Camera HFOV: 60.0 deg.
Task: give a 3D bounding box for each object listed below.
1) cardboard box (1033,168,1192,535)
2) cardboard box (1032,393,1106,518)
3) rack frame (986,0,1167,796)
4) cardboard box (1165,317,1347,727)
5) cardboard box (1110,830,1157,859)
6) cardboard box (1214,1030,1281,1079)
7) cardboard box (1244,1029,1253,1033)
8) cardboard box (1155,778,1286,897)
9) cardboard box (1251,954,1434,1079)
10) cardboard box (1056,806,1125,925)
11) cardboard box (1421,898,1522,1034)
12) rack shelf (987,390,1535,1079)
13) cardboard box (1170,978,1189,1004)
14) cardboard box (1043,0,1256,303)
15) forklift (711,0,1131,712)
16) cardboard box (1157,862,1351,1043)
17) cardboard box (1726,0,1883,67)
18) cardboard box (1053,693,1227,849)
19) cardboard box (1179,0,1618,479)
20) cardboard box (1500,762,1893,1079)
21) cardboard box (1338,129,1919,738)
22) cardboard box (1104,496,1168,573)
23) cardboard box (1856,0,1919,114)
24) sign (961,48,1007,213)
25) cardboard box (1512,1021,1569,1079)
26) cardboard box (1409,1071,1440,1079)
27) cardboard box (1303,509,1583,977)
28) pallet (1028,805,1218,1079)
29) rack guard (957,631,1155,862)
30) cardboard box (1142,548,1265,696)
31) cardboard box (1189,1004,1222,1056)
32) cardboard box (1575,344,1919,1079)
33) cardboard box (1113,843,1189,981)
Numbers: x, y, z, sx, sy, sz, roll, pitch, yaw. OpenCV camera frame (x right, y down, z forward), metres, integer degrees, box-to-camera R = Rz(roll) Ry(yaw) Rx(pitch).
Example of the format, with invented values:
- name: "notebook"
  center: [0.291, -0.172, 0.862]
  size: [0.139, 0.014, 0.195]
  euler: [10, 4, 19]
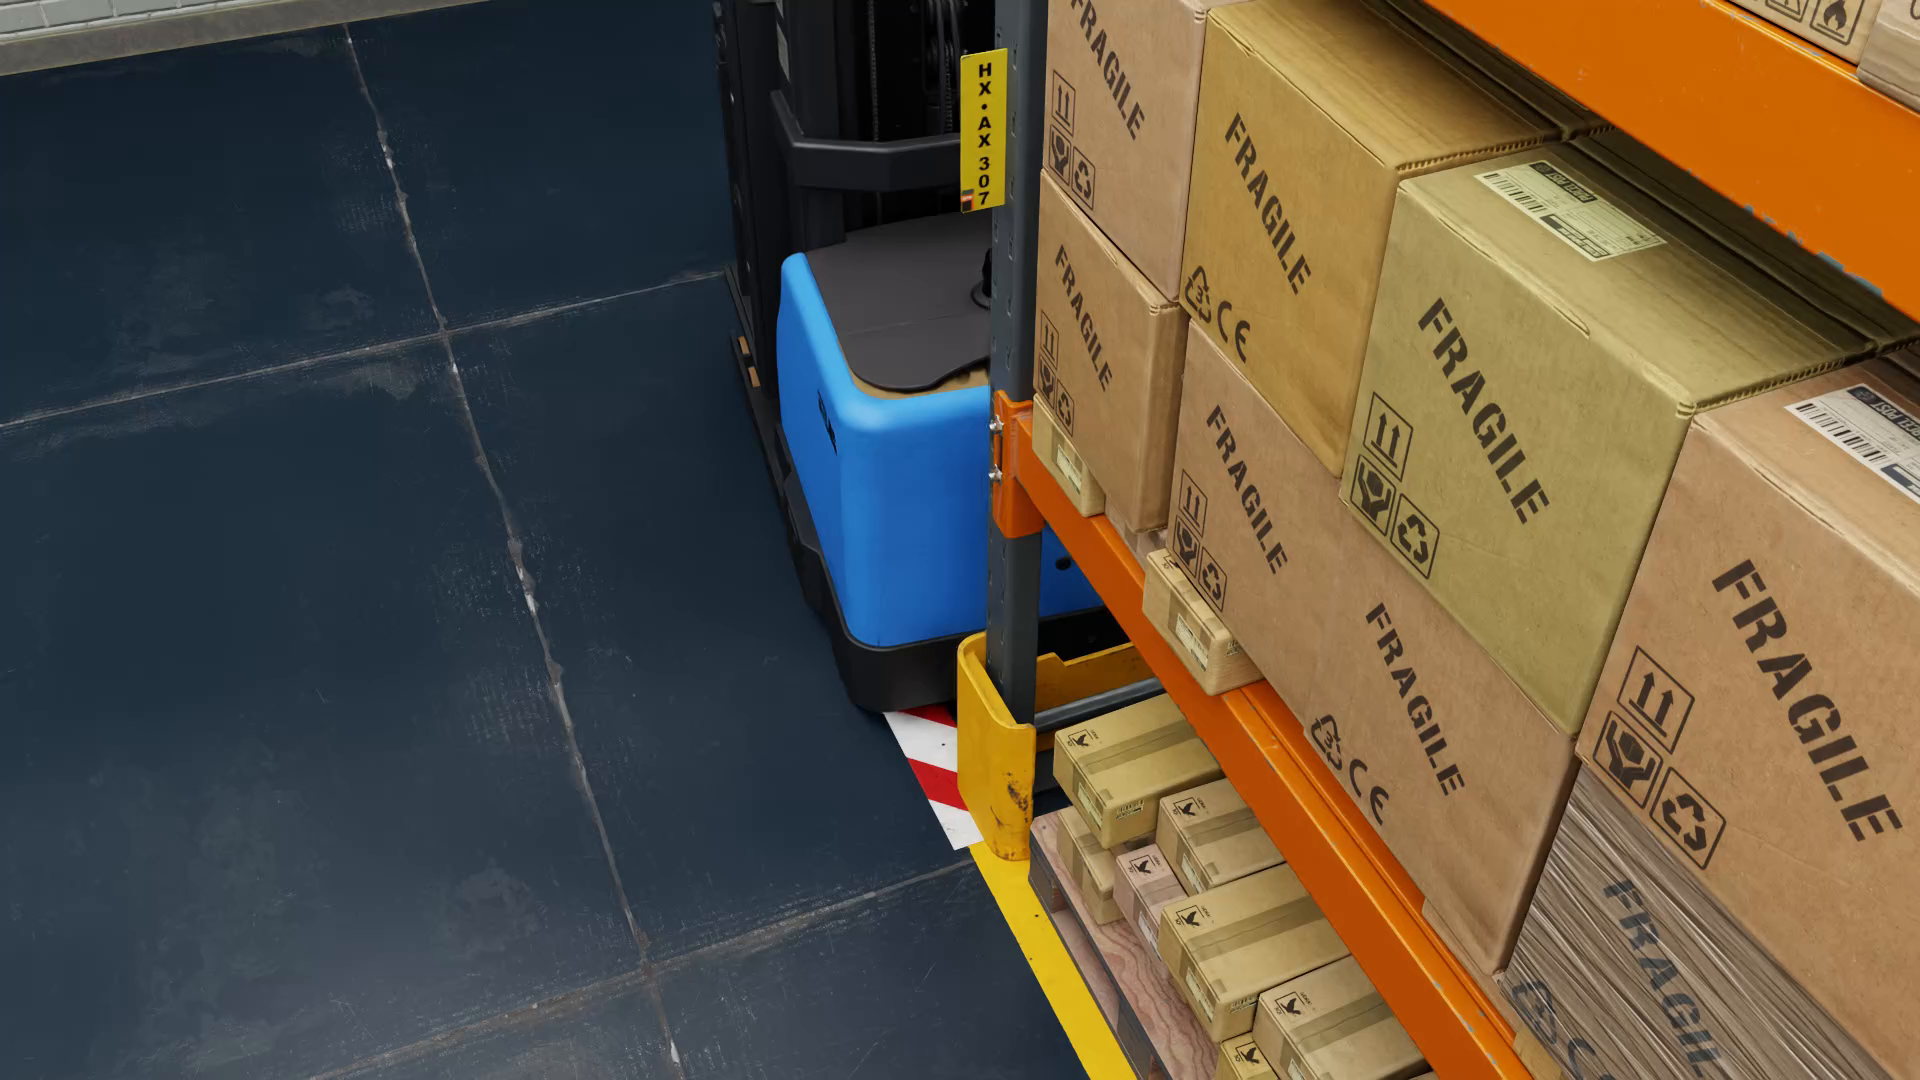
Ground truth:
- name: "cardboard box"
  center: [0.466, -0.401, 3.111]
  size: [0.500, 0.500, 0.500]
  euler: [-13, 42, -15]
- name: "cardboard box"
  center: [0.371, -0.218, 3.396]
  size: [0.380, 0.149, 0.250]
  euler: [-15, 43, -17]
- name: "rack frame"
  center: [0.549, -0.590, 3.636]
  size: [1.000, 3.000, 0.127]
  euler: [-15, 43, -17]
- name: "cardboard box"
  center: [0.694, -0.085, 2.744]
  size: [0.500, 0.500, 0.500]
  euler: [-15, 43, -17]
- name: "cardboard box"
  center: [0.513, 0.598, 3.890]
  size: [0.380, 0.149, 0.250]
  euler: [-13, 42, -15]
- name: "cardboard box"
  center: [0.739, 1.085, 3.325]
  size: [0.380, 0.149, 0.250]
  euler: [-14, 43, -16]
- name: "cardboard box"
  center: [0.741, 0.903, 3.536]
  size: [0.380, 0.149, 0.250]
  euler: [-15, 43, -16]
- name: "cardboard box"
  center: [0.653, 0.642, 3.610]
  size: [0.380, 0.149, 0.250]
  euler: [-14, 43, -16]
- name: "cardboard box"
  center: [0.802, 0.955, 3.247]
  size: [0.380, 0.149, 0.250]
  euler: [-17, 44, -19]
- name: "cardboard box"
  center: [0.454, 0.727, 3.968]
  size: [0.380, 0.149, 0.250]
  euler: [-14, 43, -16]
- name: "cardboard box"
  center: [0.935, 0.548, 2.505]
  size: [0.380, 0.149, 0.250]
  euler: [-16, 43, -18]
- name: "rack shelf"
  center: [1.315, 0.887, 2.469]
  size: [1.077, 0.370, 4.000]
  euler: [-15, 43, -17]
- name: "cardboard box"
  center: [0.630, 0.864, 3.809]
  size: [0.380, 0.149, 0.250]
  euler: [-15, 43, -17]
- name: "cardboard box"
  center: [0.476, -0.783, 2.789]
  size: [0.500, 0.500, 0.500]
  euler: [-15, 43, -17]
- name: "forklift"
  center: [-0.183, -1.607, 4.871]
  size: [1.130, 2.935, 3.031]
  euler: [-10, 42, -12]
- name: "cardboard box"
  center: [0.631, 0.826, 3.397]
  size: [0.380, 0.149, 0.250]
  euler: [-15, 43, -17]
- name: "cardboard box"
  center: [0.892, -0.711, 1.591]
  size: [0.500, 0.250, 0.500]
  euler: [-16, 43, -18]
- name: "cardboard box"
  center: [0.436, 0.506, 3.769]
  size: [0.380, 0.149, 0.250]
  euler: [-17, 44, -19]
- name: "cardboard box"
  center: [0.675, -0.481, 2.437]
  size: [0.500, 0.500, 0.500]
  euler: [-14, 43, -16]
- name: "cardboard box"
  center: [1.071, 0.518, 2.042]
  size: [0.500, 0.500, 0.500]
  euler: [-16, 43, -18]
- name: "cardboard box"
  center: [0.853, -0.162, 2.066]
  size: [0.500, 0.500, 0.500]
  euler: [-16, 43, -18]
- name: "cardboard box"
  center: [0.506, -0.075, 3.229]
  size: [0.380, 0.149, 0.250]
  euler: [-14, 43, -15]
- name: "cardboard box"
  center: [1.079, -0.397, 1.226]
  size: [0.500, 0.250, 0.500]
  euler: [-15, 43, -17]
- name: "sign"
  center: [0.048, -0.783, 3.196]
  size: [0.100, 0.325, 0.005]
  euler: [-15, 43, -17]
- name: "cardboard box"
  center: [1.015, 0.709, 2.318]
  size: [0.380, 0.149, 0.250]
  euler: [-14, 43, -15]
- name: "cardboard box"
  center: [0.899, 1.124, 3.050]
  size: [0.380, 0.149, 0.250]
  euler: [-14, 43, -15]
- name: "cardboard box"
  center: [0.870, 0.213, 2.397]
  size: [0.500, 0.500, 0.500]
  euler: [-15, 43, -16]
- name: "pallet"
  center: [0.857, 1.011, 3.912]
  size: [1.003, 0.211, 1.213]
  euler: [-15, 43, -17]
- name: "rack guard"
  center: [0.579, 0.403, 4.397]
  size: [1.175, 0.500, 0.348]
  euler: [-15, 43, -17]
- name: "cardboard box"
  center: [0.560, 0.100, 3.025]
  size: [0.380, 0.149, 0.250]
  euler: [-16, 43, -18]
- name: "cardboard box"
  center: [0.731, 1.012, 3.637]
  size: [0.380, 0.149, 0.250]
  euler: [-15, 43, -16]
- name: "cardboard box"
  center: [1.052, 0.144, 1.710]
  size: [0.500, 0.500, 0.500]
  euler: [-16, 43, -18]
- name: "cardboard box"
  center: [0.565, 0.778, 3.682]
  size: [0.380, 0.149, 0.250]
  euler: [-15, 43, -17]
